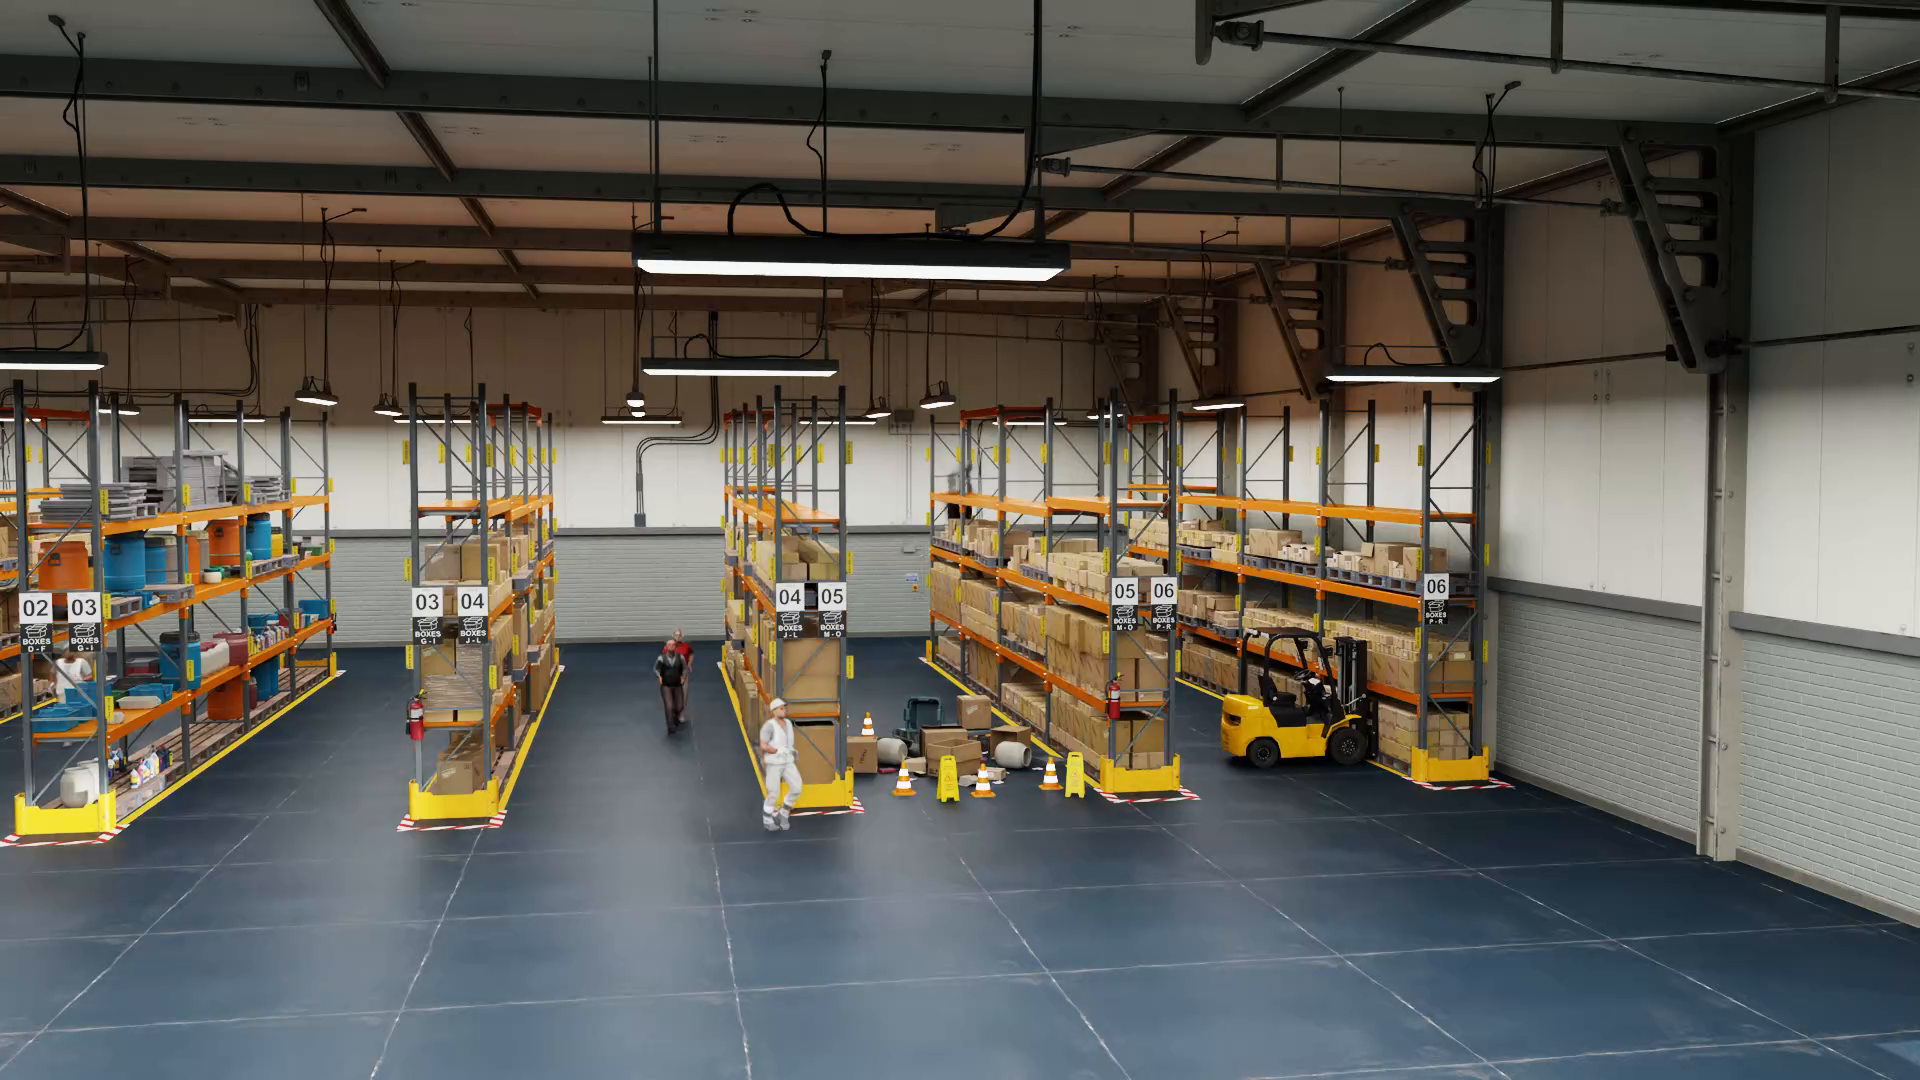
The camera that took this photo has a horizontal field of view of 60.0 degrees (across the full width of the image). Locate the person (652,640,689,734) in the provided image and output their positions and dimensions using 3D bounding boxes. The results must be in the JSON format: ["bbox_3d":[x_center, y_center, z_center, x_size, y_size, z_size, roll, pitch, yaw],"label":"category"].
[{"bbox_3d":[-5.225,2.641,30.066,0.657,1.673,0.614,-1,3,-17],"label":"person"}]

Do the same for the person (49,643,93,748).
[{"bbox_3d":[-15.355,2.657,28.711,0.696,1.763,0.946,-1,3,-20],"label":"person"}]

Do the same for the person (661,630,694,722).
[{"bbox_3d":[-5.341,2.558,31.496,0.665,1.705,0.867,-1,3,-22],"label":"person"}]

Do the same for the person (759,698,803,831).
[{"bbox_3d":[-2.364,2.986,22.086,0.678,1.761,0.650,-3,4,-42],"label":"person"}]
